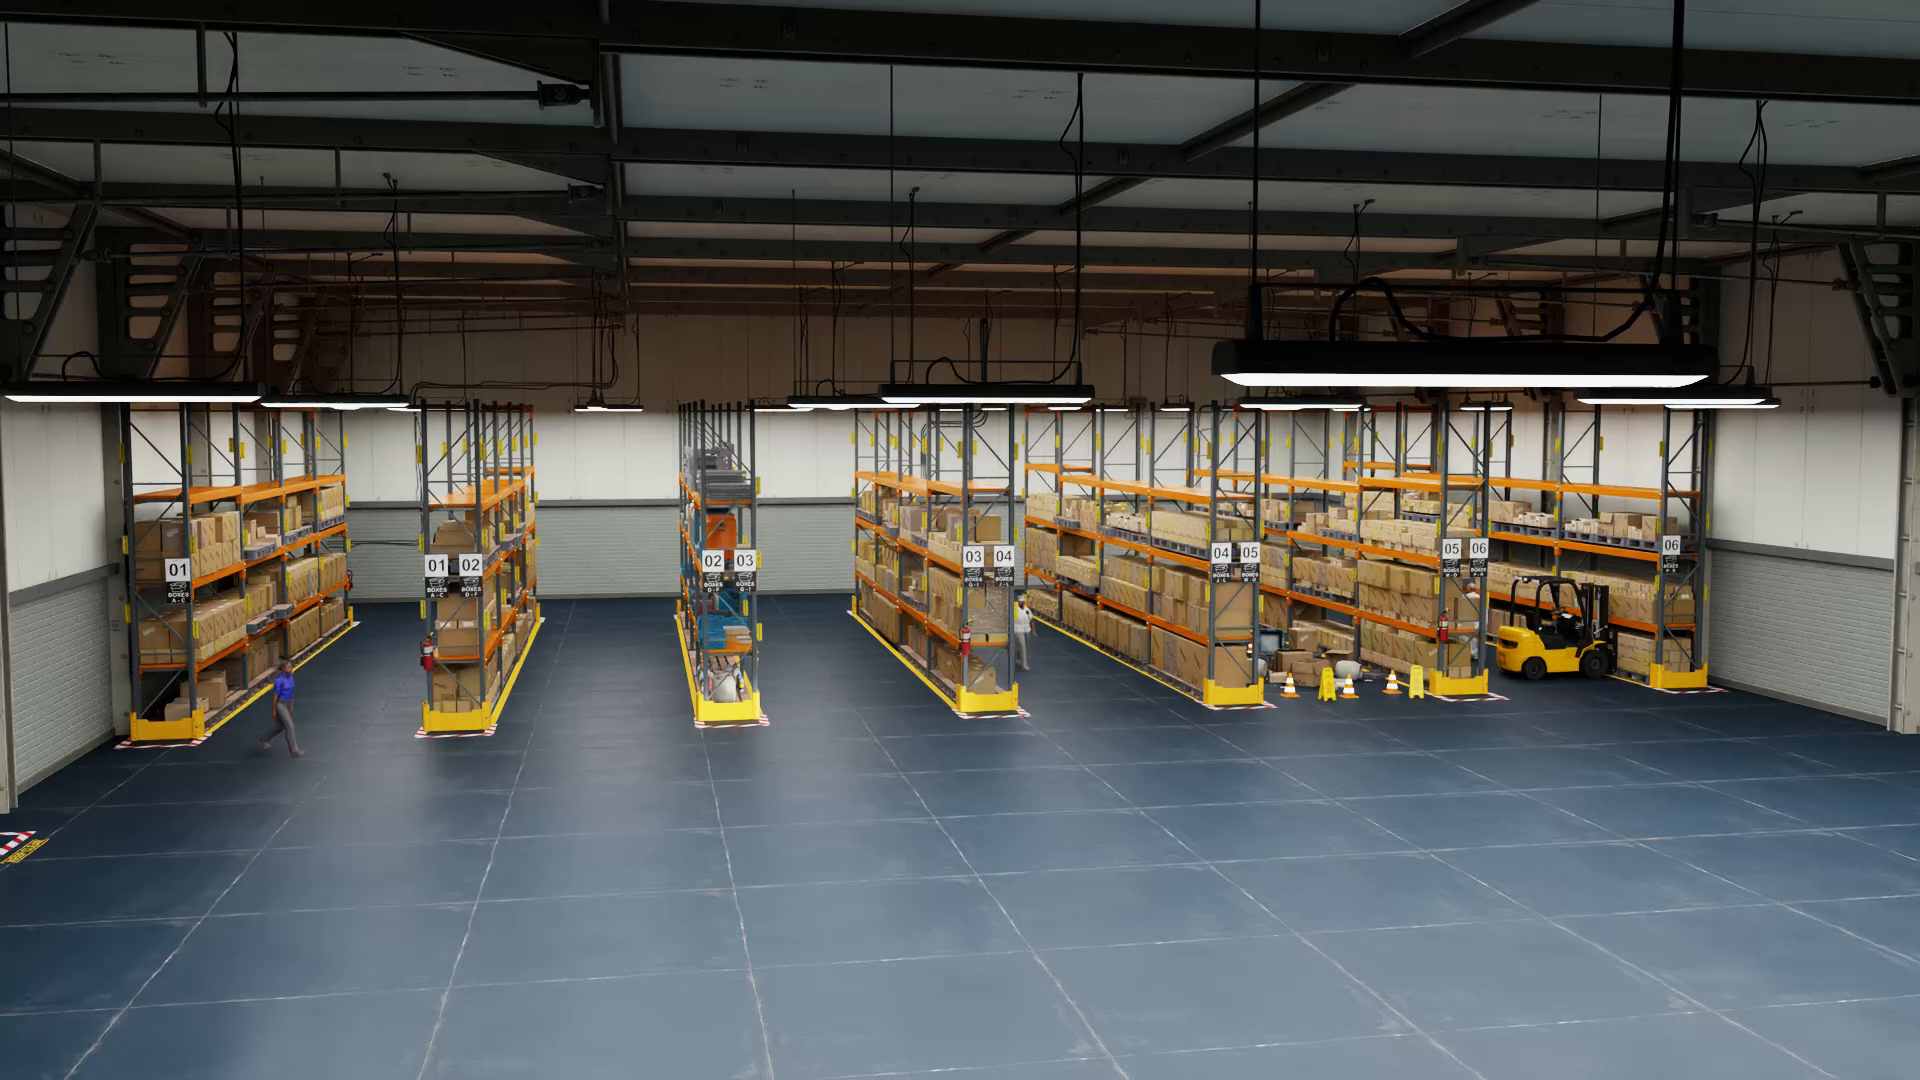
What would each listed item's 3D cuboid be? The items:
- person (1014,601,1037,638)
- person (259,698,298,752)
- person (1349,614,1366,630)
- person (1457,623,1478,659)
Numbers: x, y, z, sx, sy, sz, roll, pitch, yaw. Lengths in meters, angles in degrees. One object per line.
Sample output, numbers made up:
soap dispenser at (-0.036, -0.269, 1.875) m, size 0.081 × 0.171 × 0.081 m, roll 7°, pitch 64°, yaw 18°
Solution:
person at (1.444, 1.827, 37.315) m, size 0.455 × 0.896 × 0.495 m, roll -2°, pitch 5°, yaw -26°
person at (-11.497, 3.089, 28.018) m, size 0.843 × 0.921 × 0.376 m, roll 1°, pitch 4°, yaw 13°
person at (10.165, 1.708, 42.606) m, size 0.546 × 1.451 × 0.457 m, roll -1°, pitch 4°, yaw -10°
person at (11.920, 2.015, 38.918) m, size 0.455 × 1.559 × 0.447 m, roll -3°, pitch 5°, yaw -36°
